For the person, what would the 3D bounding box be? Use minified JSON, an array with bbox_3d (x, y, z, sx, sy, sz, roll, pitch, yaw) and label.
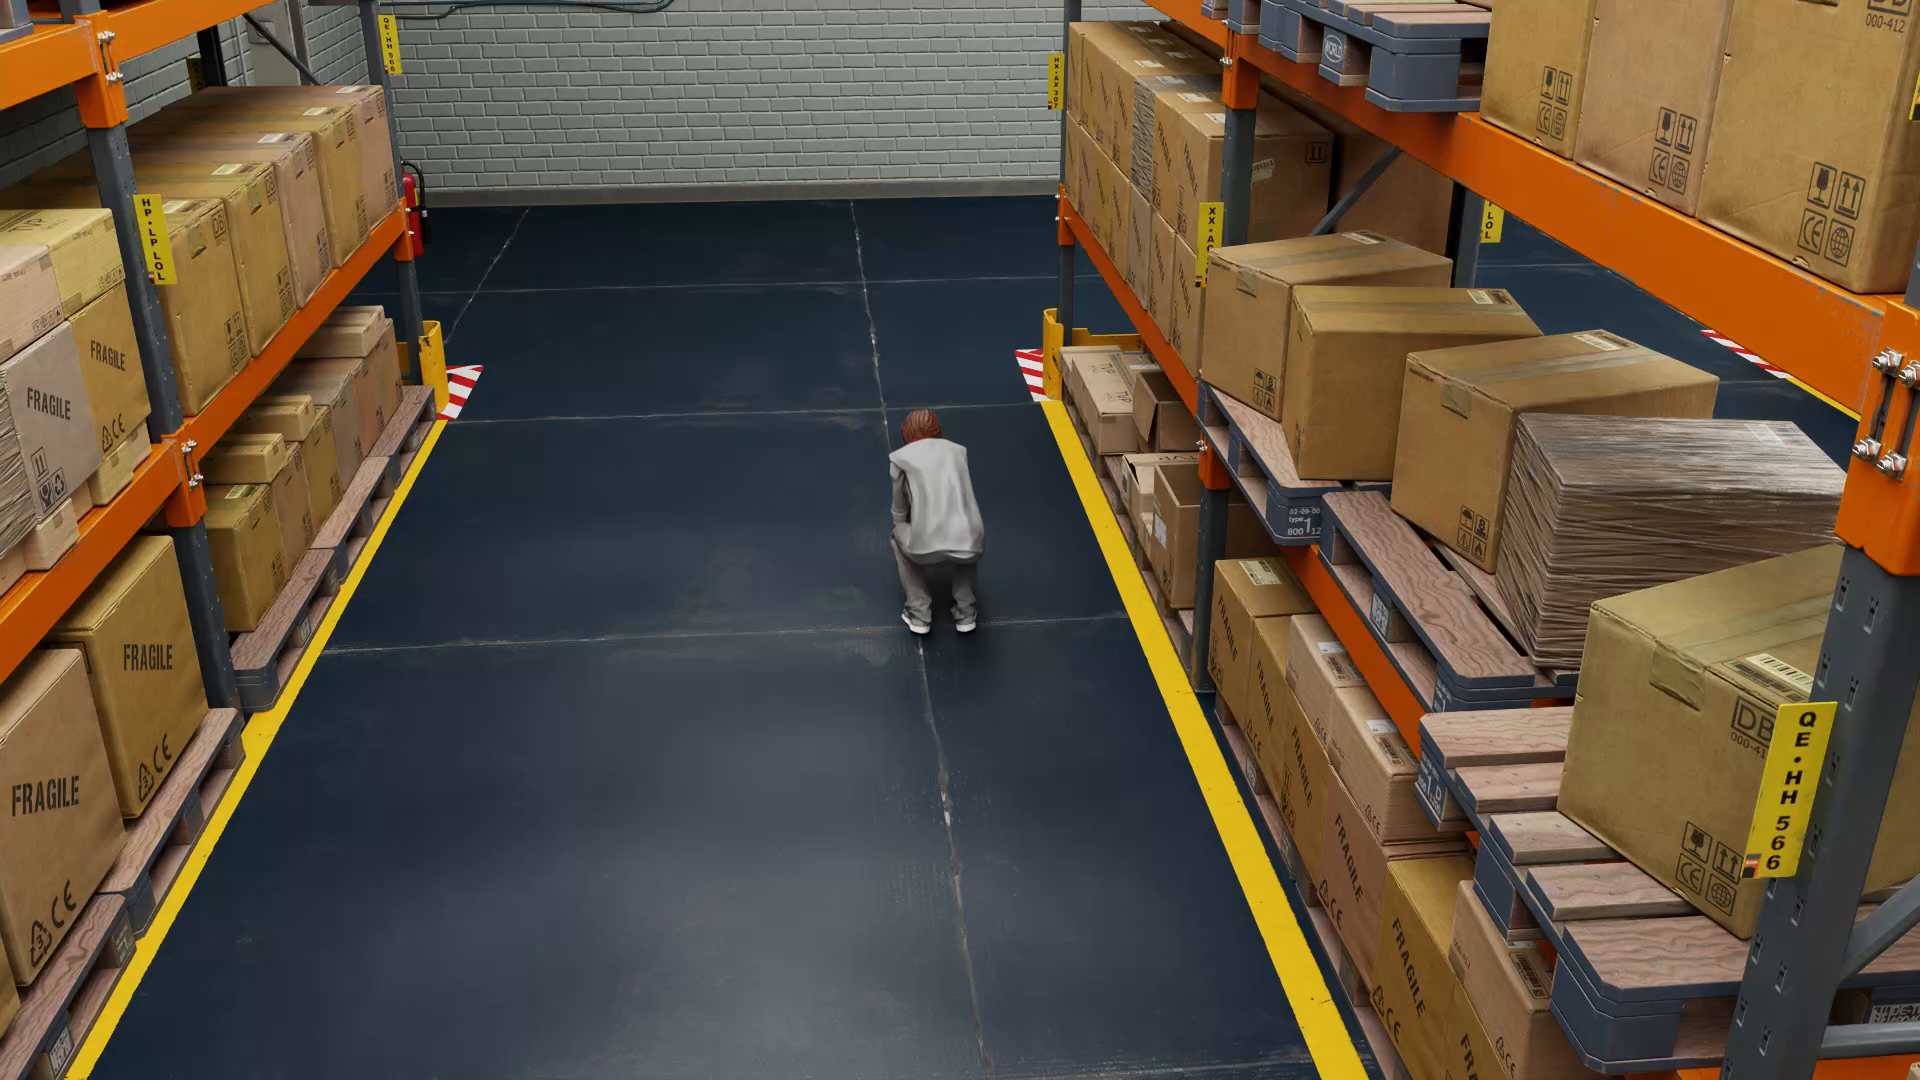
[{"bbox_3d":[-0.106,-0.077,7.638,0.420,0.910,0.831,-3,24,-6],"label":"person"}]
